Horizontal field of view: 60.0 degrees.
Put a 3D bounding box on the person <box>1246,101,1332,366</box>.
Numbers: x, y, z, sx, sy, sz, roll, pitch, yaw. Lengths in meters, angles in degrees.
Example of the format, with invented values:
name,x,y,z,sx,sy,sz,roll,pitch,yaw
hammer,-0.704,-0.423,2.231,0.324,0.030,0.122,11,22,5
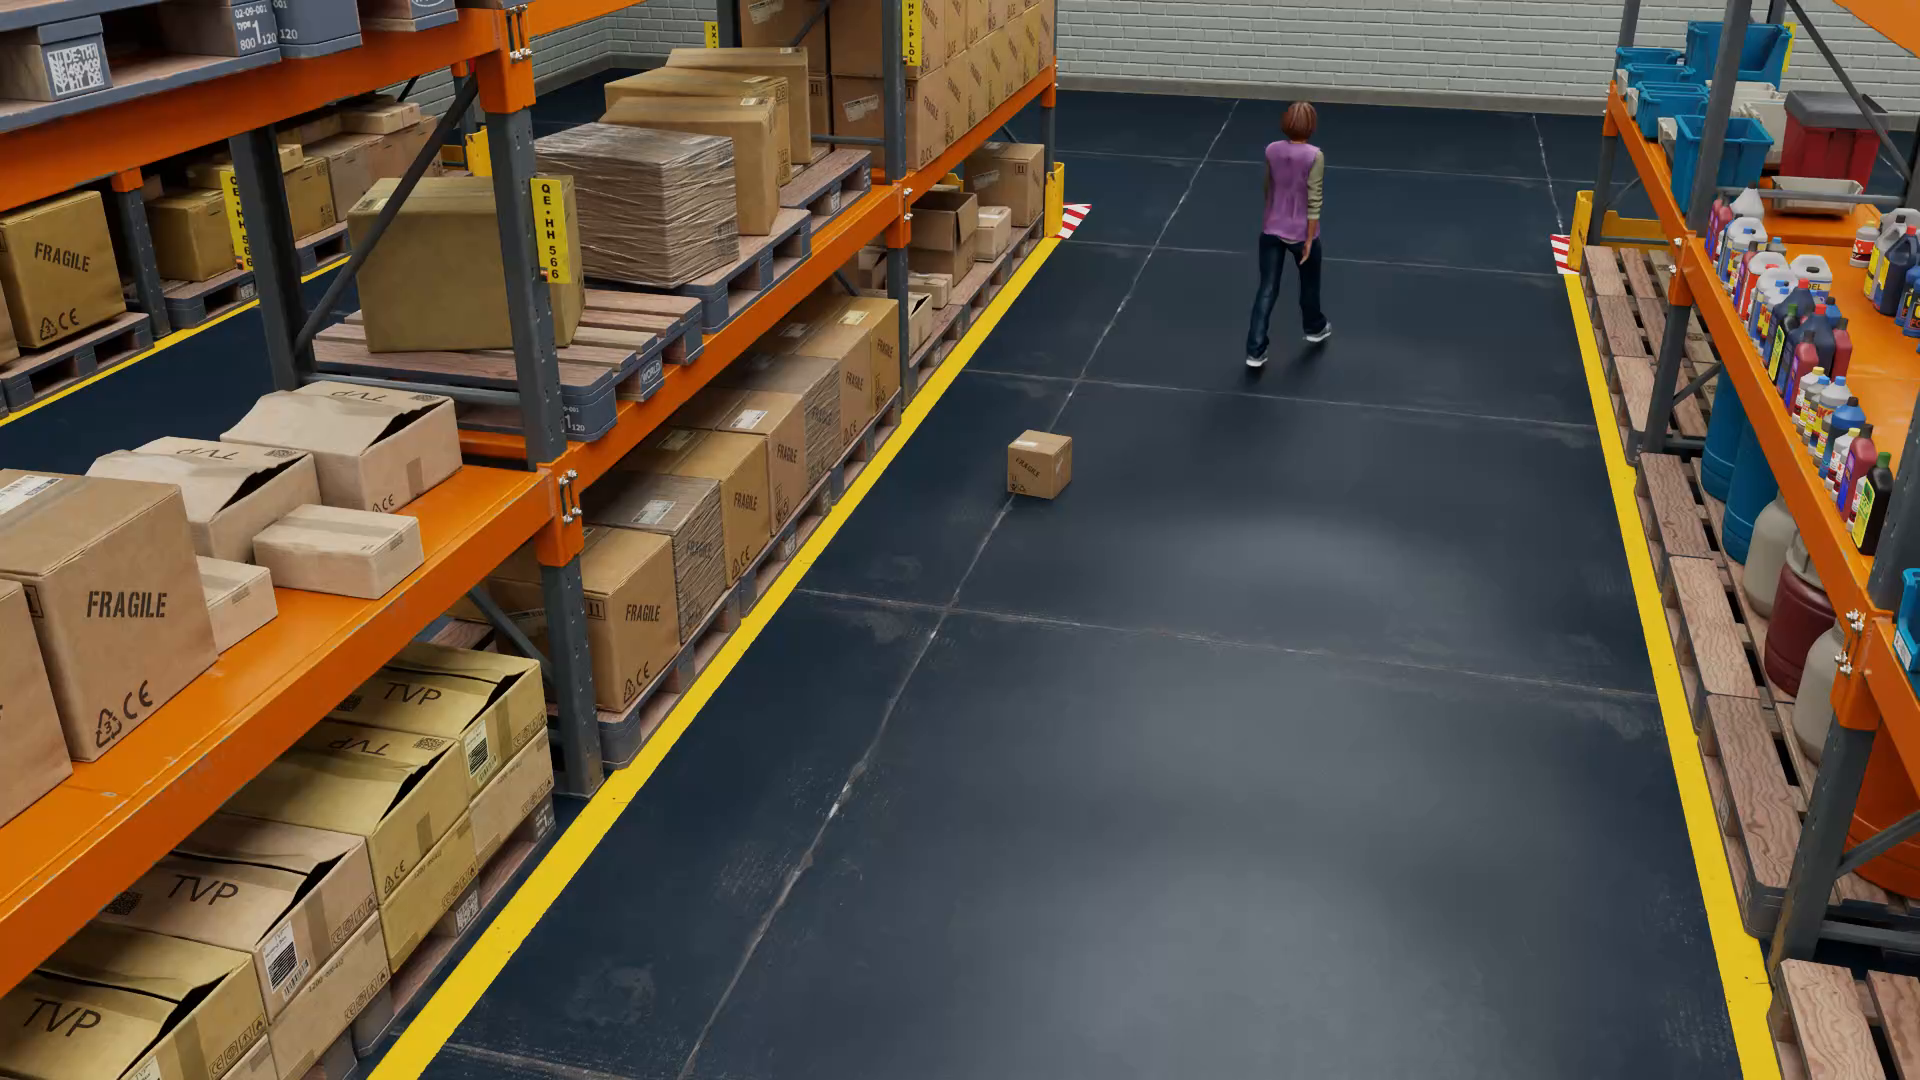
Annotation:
name,x,y,z,sx,sy,sz,roll,pitch,yaw
person,2.007,-1.866,9.991,0.426,1.528,0.937,15,29,28
